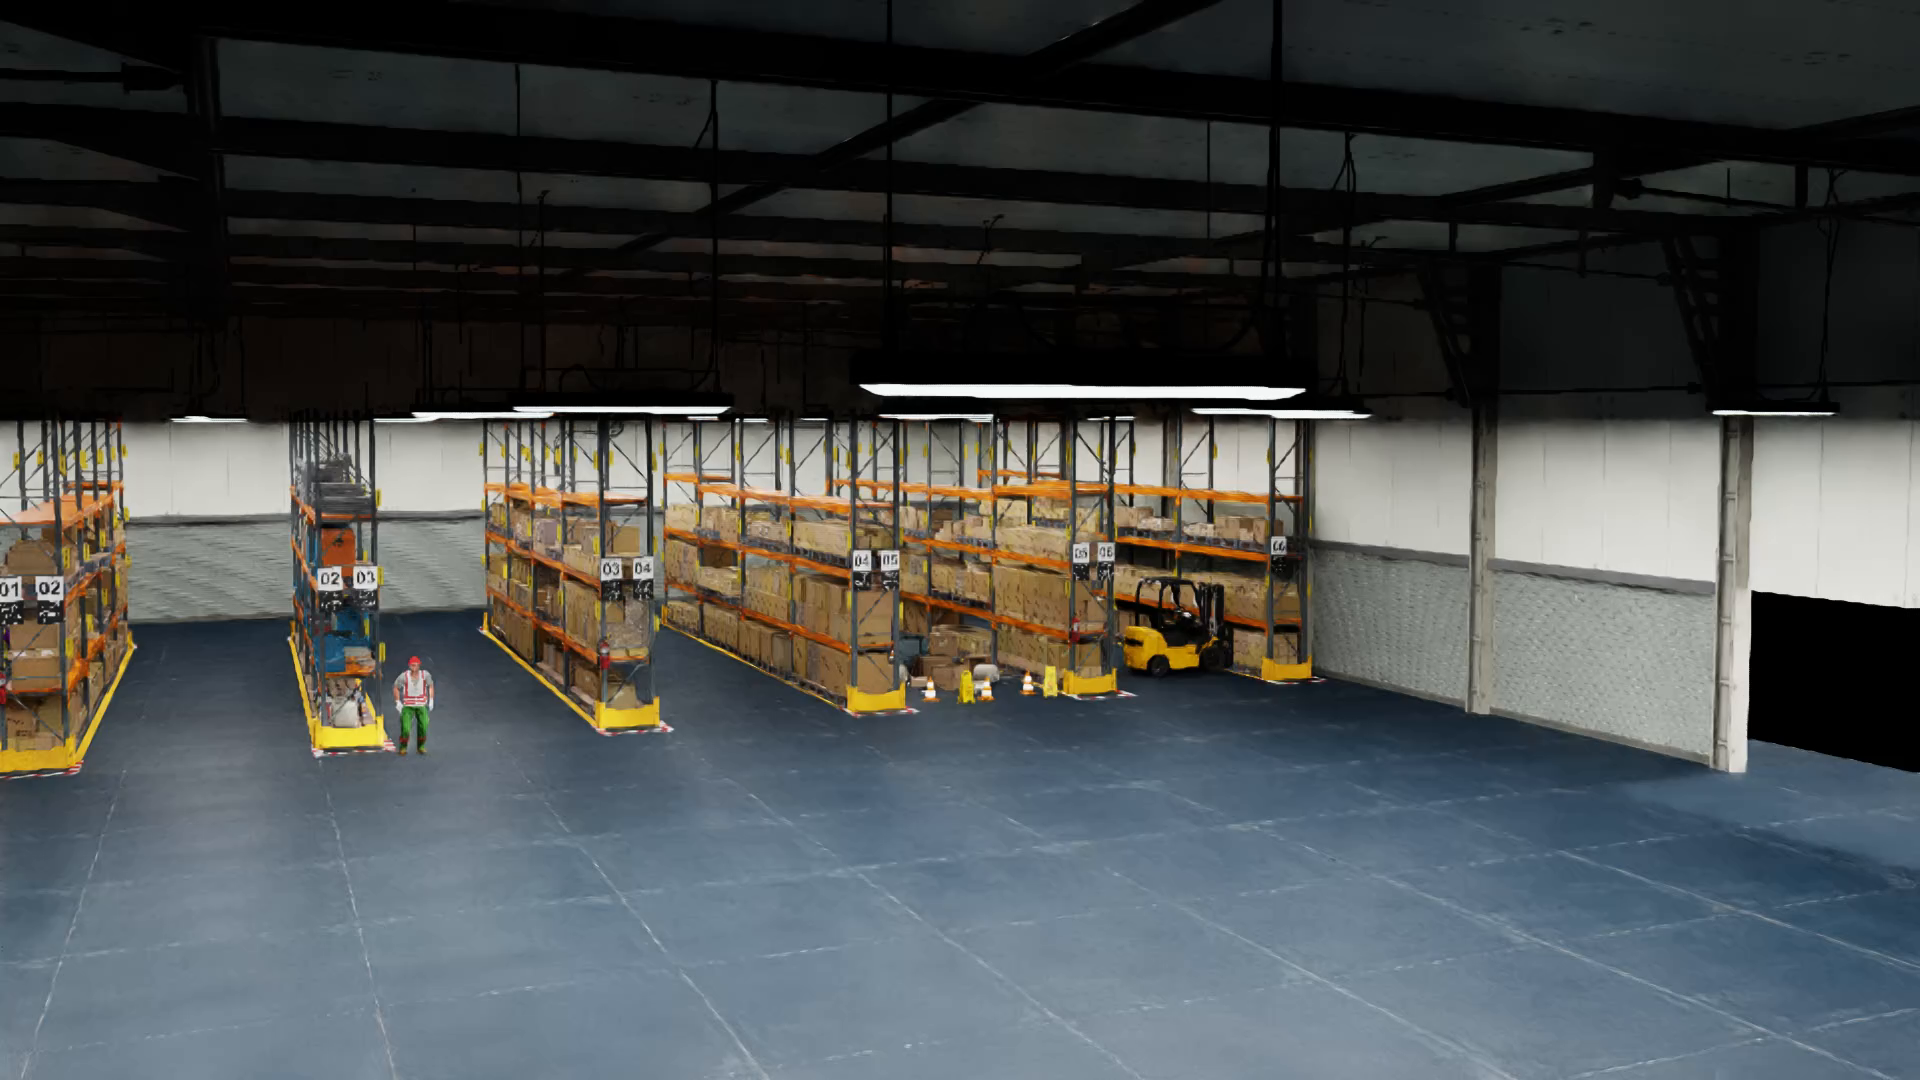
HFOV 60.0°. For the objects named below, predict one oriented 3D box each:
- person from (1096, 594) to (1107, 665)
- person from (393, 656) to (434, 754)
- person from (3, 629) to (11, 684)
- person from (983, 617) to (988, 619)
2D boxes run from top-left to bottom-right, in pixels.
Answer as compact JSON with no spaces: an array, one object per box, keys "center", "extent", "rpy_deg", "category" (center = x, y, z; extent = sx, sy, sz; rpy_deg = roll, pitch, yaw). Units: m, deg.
[{"center":[3.351,2.119,39.499],"extent":[0.460,1.662,0.498],"rpy_deg":[0,4,1],"category":"person"},{"center":[-9.420,2.850,28.708],"extent":[0.677,1.742,0.551],"rpy_deg":[-2,4,-24],"category":"person"},{"center":[-20.001,2.459,34.479],"extent":[0.719,1.714,0.572],"rpy_deg":[-2,4,-25],"category":"person"},{"center":[0.971,1.497,48.343],"extent":[0.559,1.656,0.625],"rpy_deg":[-1,4,-9],"category":"person"}]
